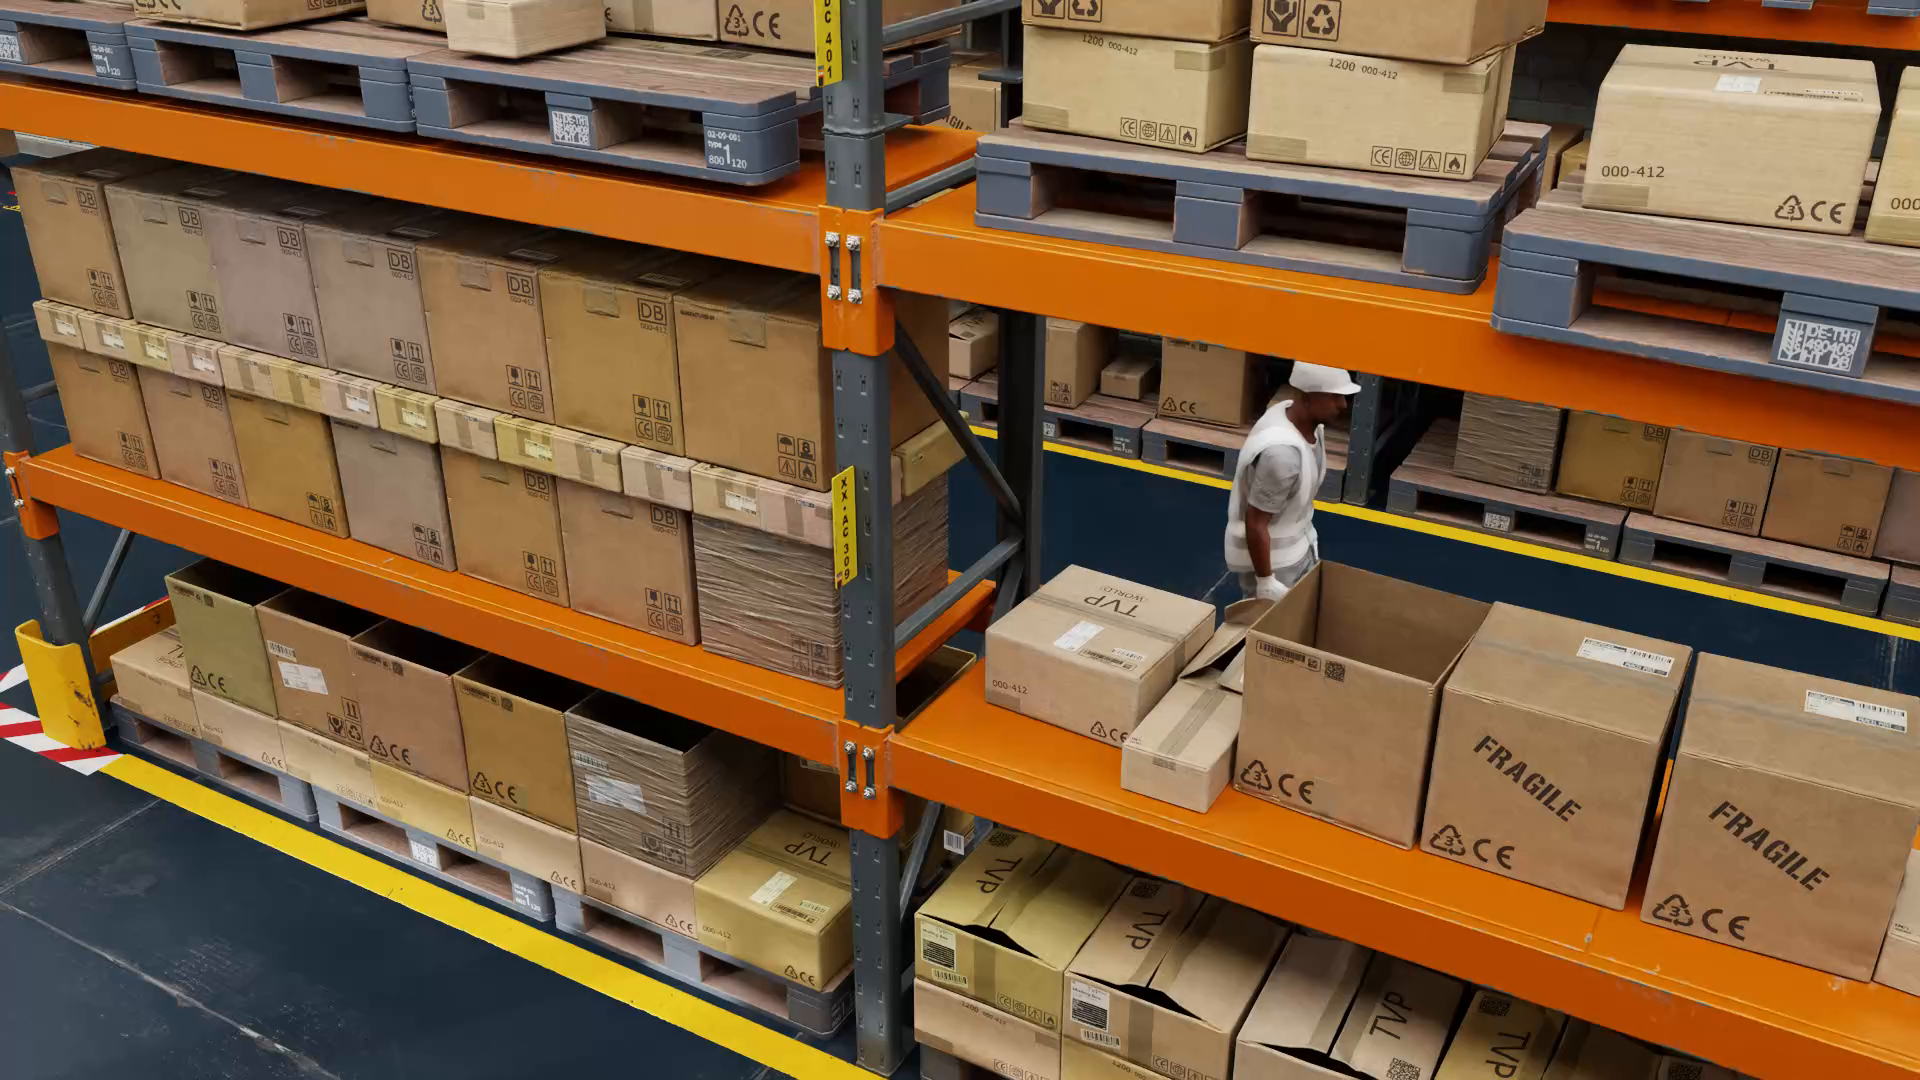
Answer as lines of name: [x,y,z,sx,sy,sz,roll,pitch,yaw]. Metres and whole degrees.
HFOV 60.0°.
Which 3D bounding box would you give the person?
person: [1.297,0.077,6.667,0.449,1.772,0.608,13,29,24]
